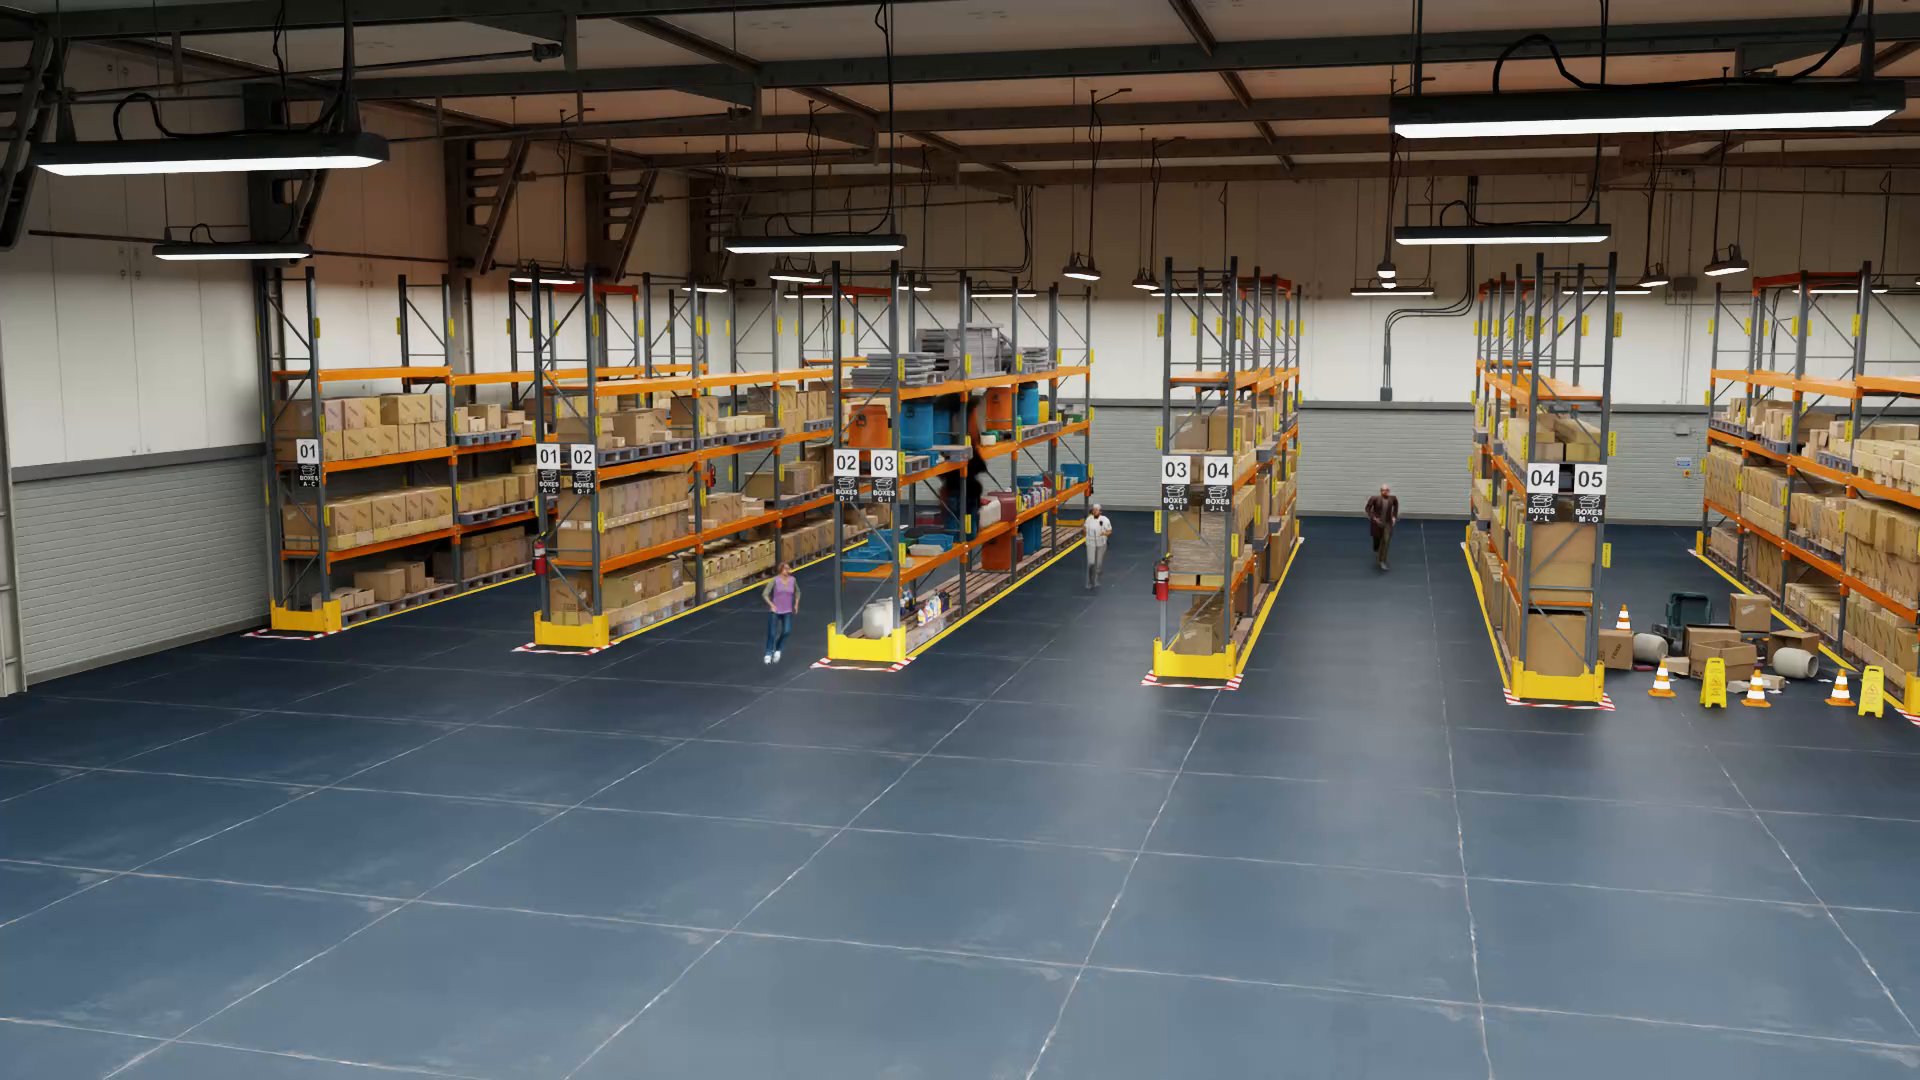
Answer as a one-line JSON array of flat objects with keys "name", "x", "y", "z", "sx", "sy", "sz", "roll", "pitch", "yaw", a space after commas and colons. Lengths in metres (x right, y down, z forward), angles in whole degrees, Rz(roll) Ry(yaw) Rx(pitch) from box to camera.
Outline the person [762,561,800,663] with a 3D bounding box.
[{"name": "person", "x": -2.657, "y": 1.084, "z": 24.874, "sx": 0.601, "sy": 1.544, "sz": 0.548, "roll": -2, "pitch": 8, "yaw": -15}]

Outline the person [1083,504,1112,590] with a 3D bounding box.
[{"name": "person", "x": 2.640, "y": 0.140, "z": 32.038, "sx": 0.576, "sy": 1.691, "sz": 0.671, "roll": 1, "pitch": 7, "yaw": 9}]

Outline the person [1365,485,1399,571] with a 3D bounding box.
[{"name": "person", "x": 8.885, "y": -0.300, "z": 35.066, "sx": 0.714, "sy": 1.777, "sz": 1.172, "roll": 1, "pitch": 7, "yaw": 7}]
